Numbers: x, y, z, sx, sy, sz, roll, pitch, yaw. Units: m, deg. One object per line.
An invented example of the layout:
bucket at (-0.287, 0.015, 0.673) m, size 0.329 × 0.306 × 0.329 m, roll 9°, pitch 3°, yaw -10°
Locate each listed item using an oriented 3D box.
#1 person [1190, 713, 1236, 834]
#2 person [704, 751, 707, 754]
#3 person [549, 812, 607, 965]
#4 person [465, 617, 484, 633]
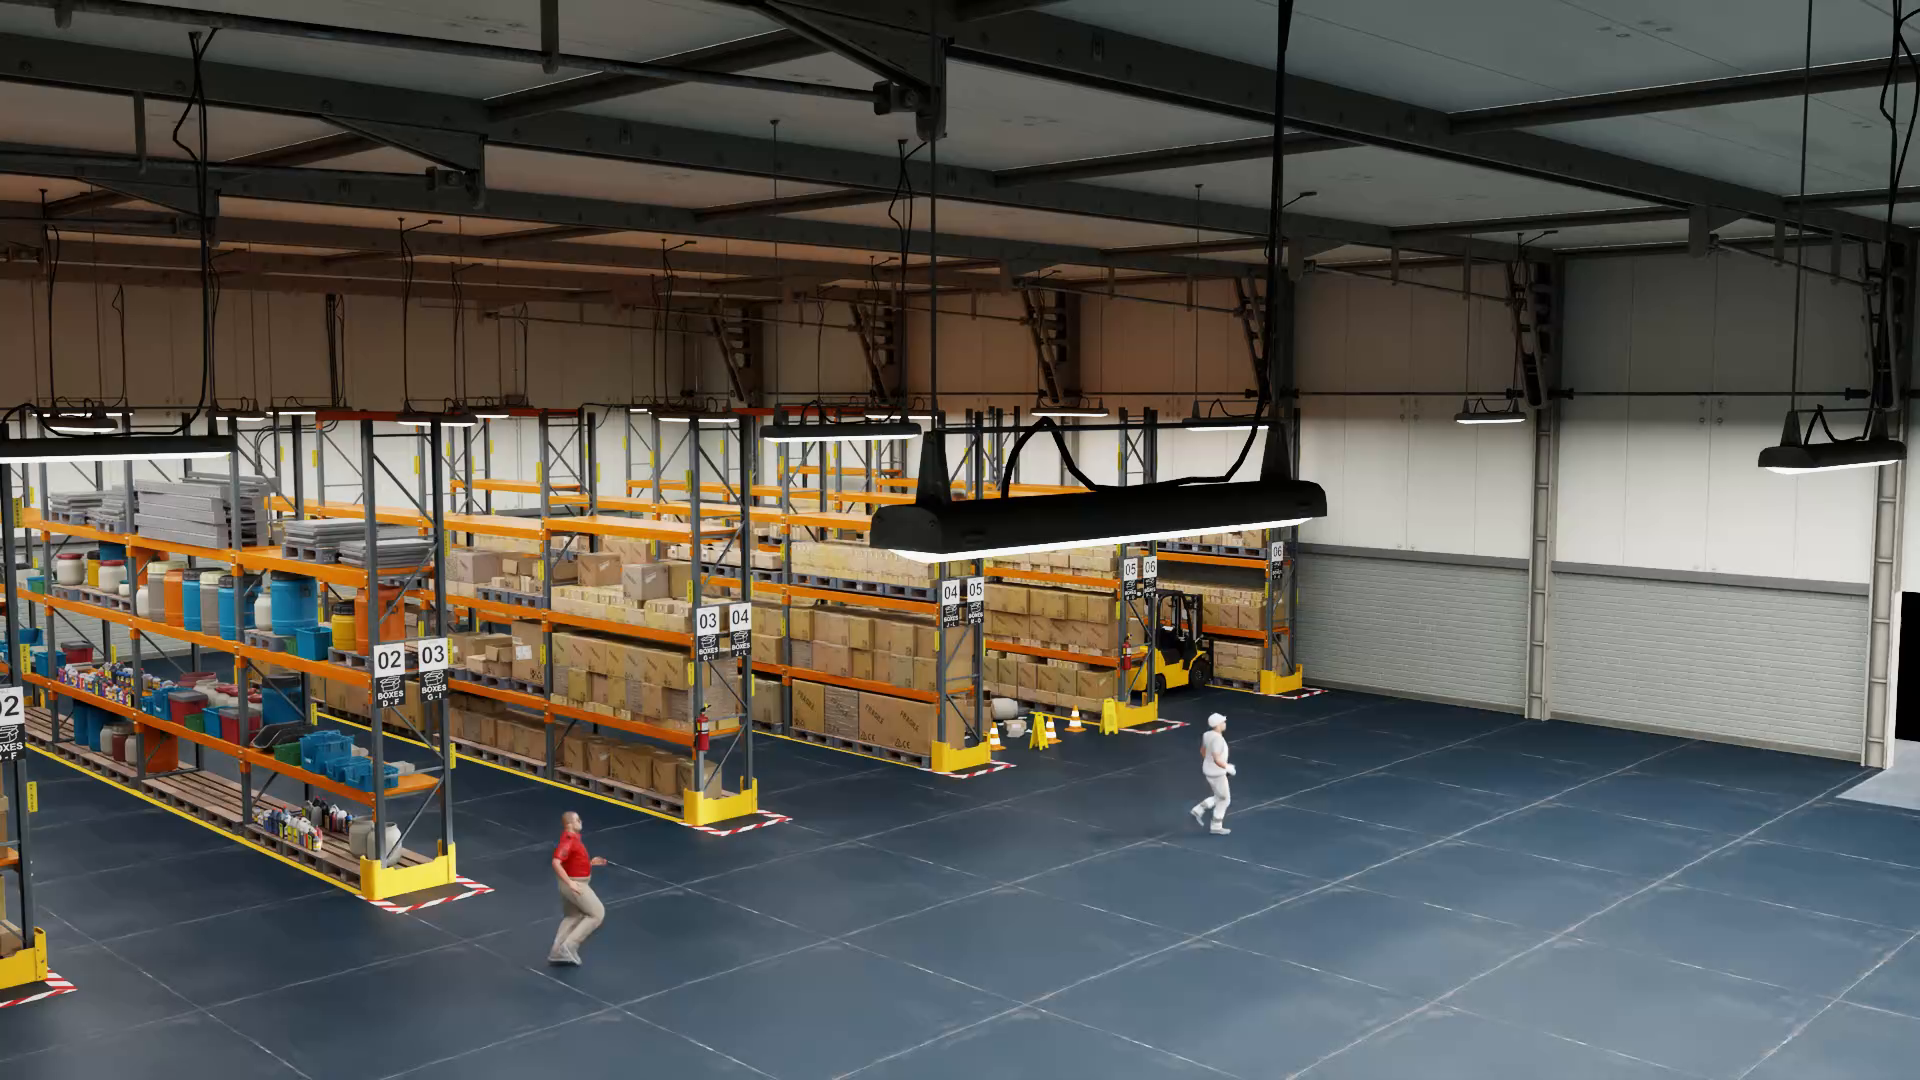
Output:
person at (3.615, 3.353, 23.801) m, size 0.599 × 1.750 × 0.655 m, roll -1°, pitch 5°, yaw -6°
person at (-4.716, 2.887, 29.187) m, size 0.753 × 1.726 × 0.707 m, roll 4°, pitch 6°, yaw 37°
person at (-4.231, 3.847, 18.428) m, size 0.659 × 1.693 × 0.647 m, roll -2°, pitch 5°, yaw -22°
person at (-11.722, 1.882, 40.634) m, size 0.695 × 1.721 × 0.733 m, roll 0°, pitch 5°, yaw 0°
